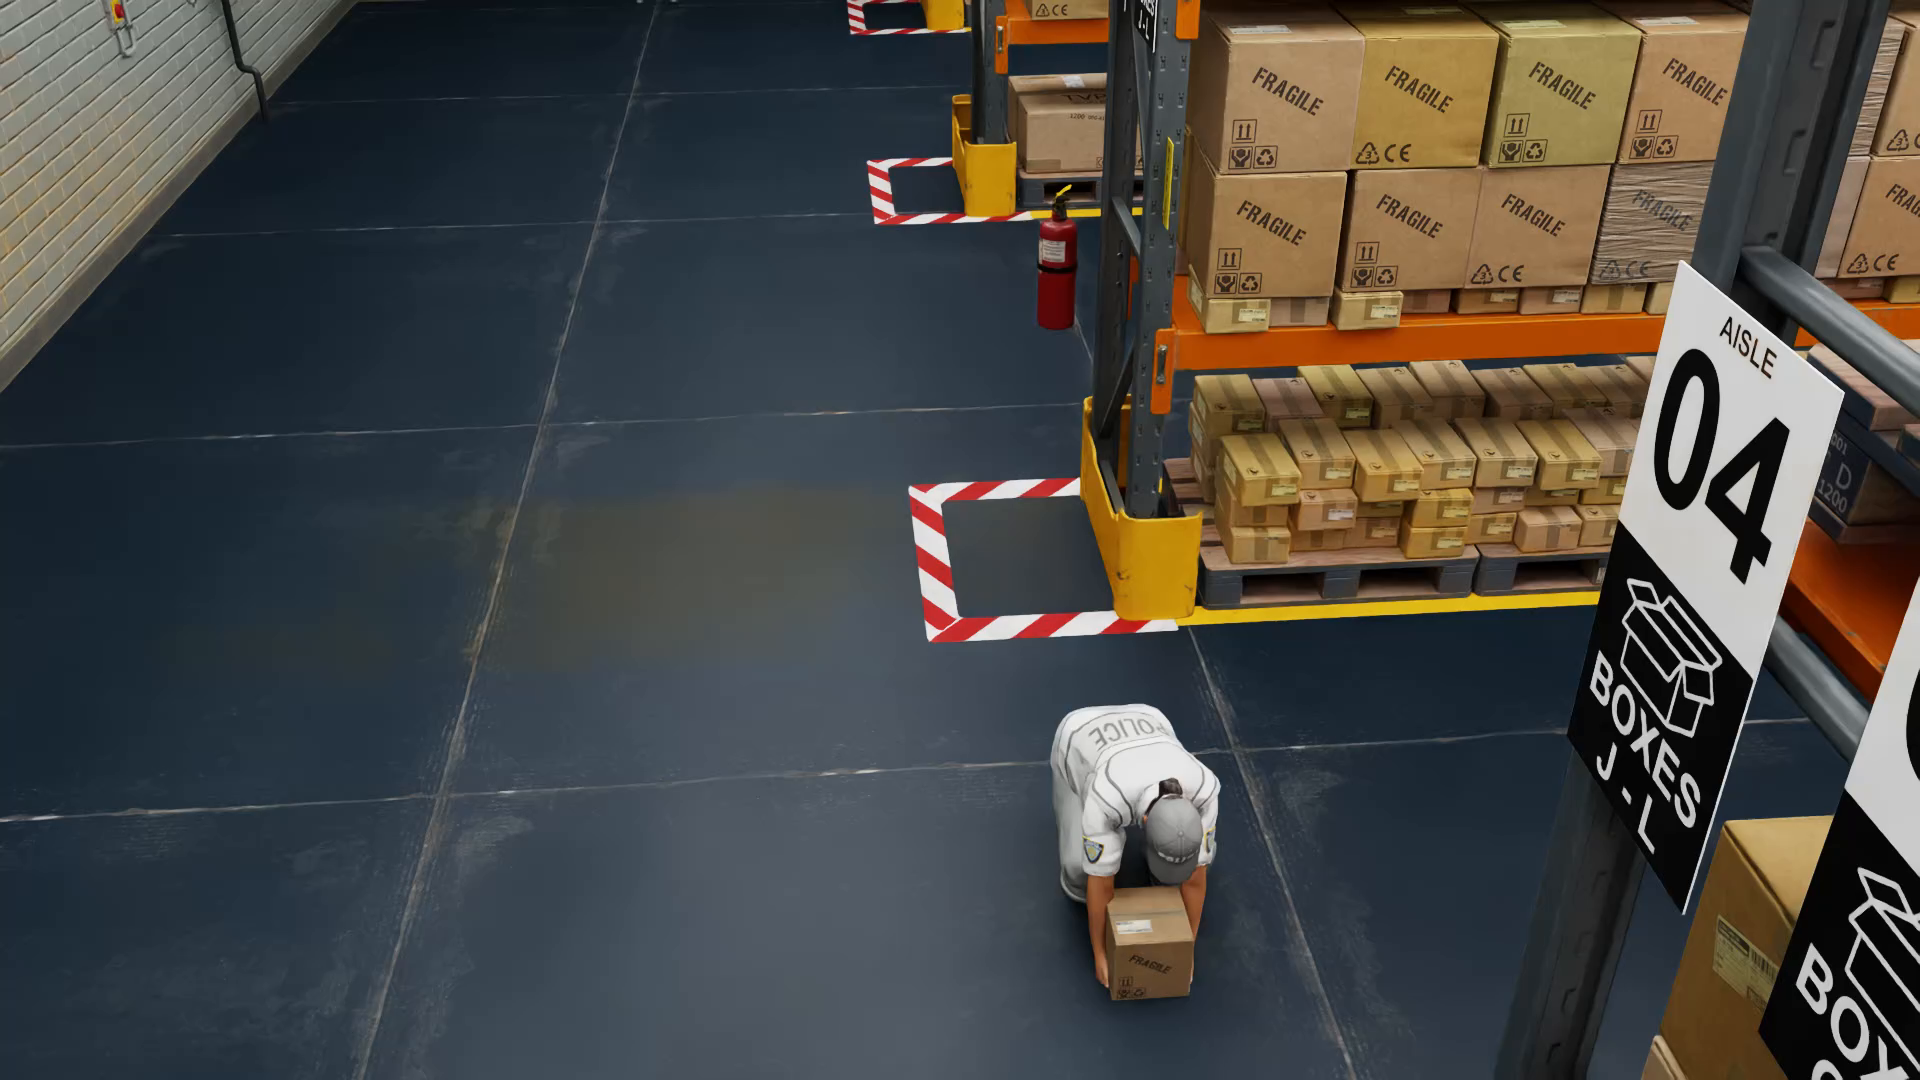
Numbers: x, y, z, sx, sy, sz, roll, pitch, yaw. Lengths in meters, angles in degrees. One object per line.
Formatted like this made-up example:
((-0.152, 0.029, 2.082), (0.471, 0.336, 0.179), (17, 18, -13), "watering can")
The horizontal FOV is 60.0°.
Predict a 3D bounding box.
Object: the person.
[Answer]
((0.578, 0.954, 5.517), (0.523, 0.806, 0.906), (-3, 31, -5), "person")
